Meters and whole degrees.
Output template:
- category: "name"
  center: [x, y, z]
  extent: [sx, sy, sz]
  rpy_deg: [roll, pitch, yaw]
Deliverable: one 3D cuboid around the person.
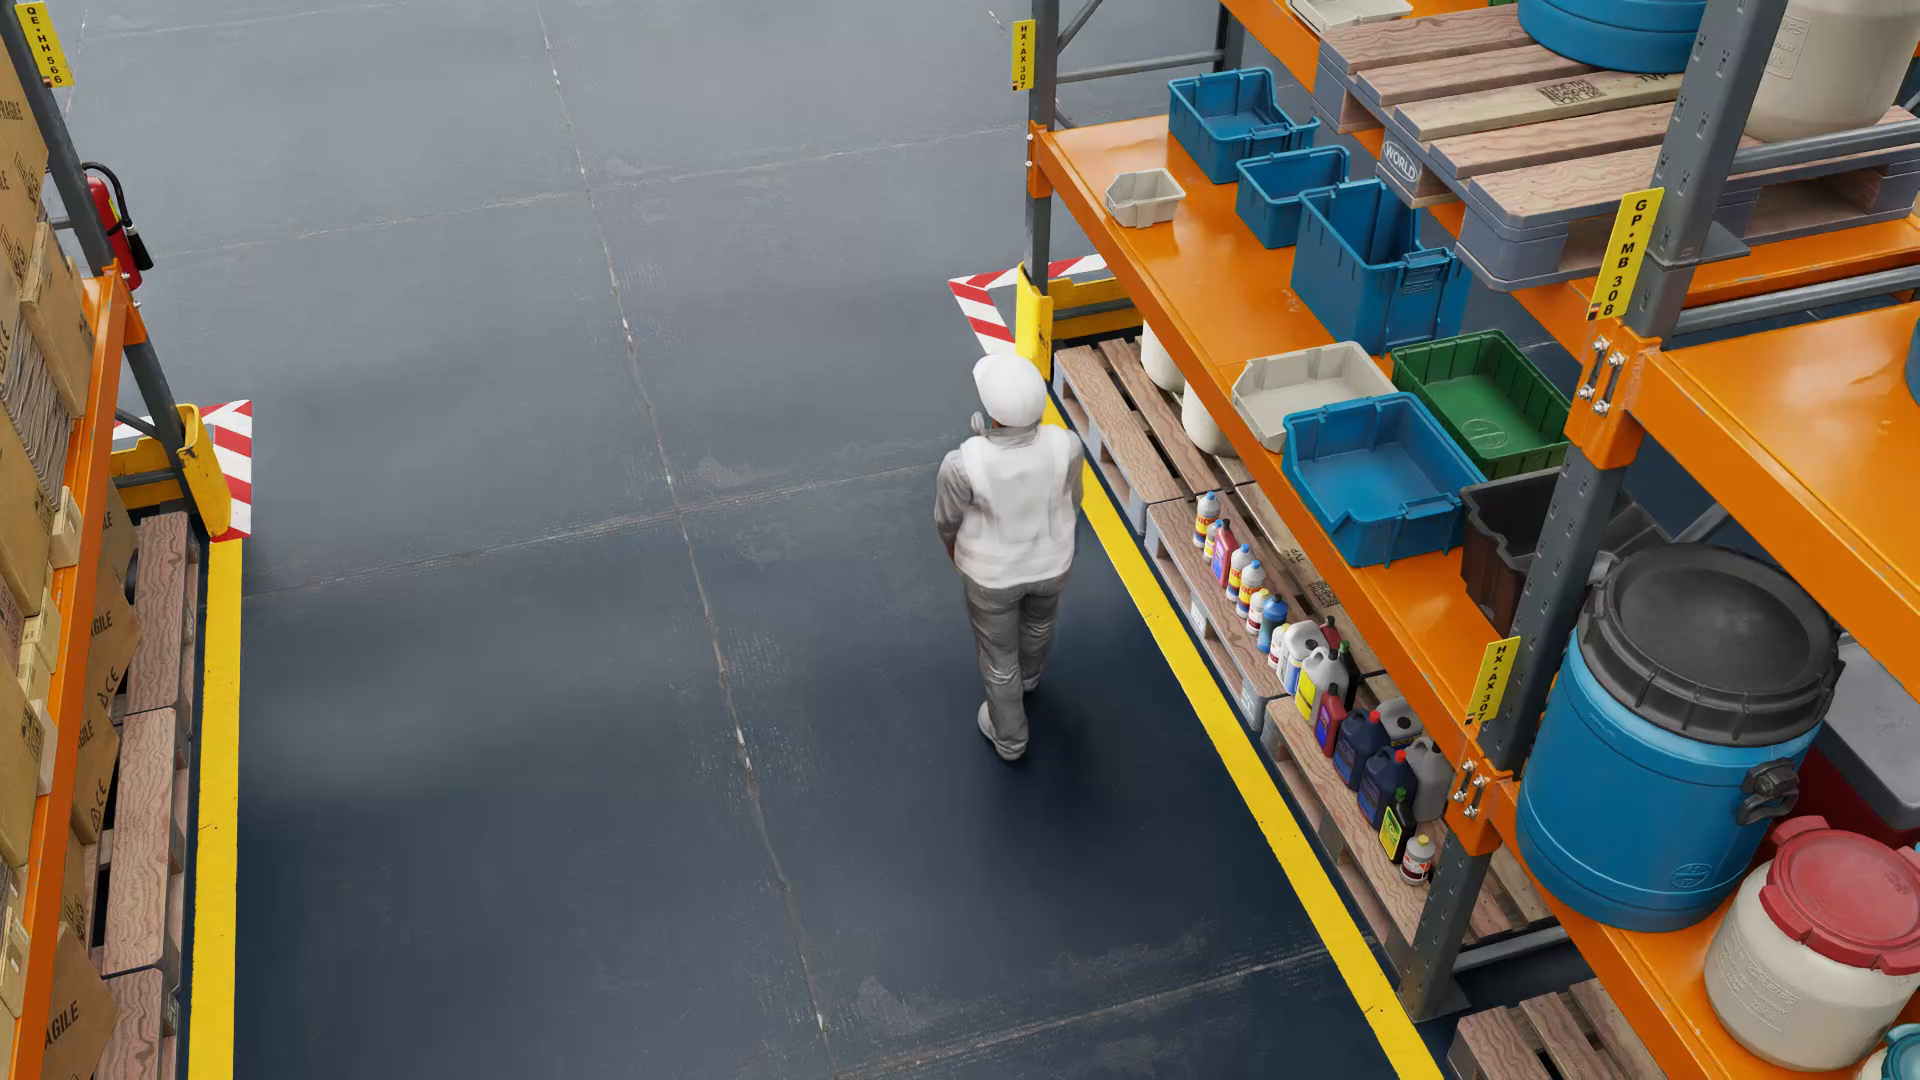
- category: "person"
  center: [0.152, 0.011, 6.110]
  extent: [0.540, 1.766, 0.646]
  rpy_deg: [-12, 43, -13]
